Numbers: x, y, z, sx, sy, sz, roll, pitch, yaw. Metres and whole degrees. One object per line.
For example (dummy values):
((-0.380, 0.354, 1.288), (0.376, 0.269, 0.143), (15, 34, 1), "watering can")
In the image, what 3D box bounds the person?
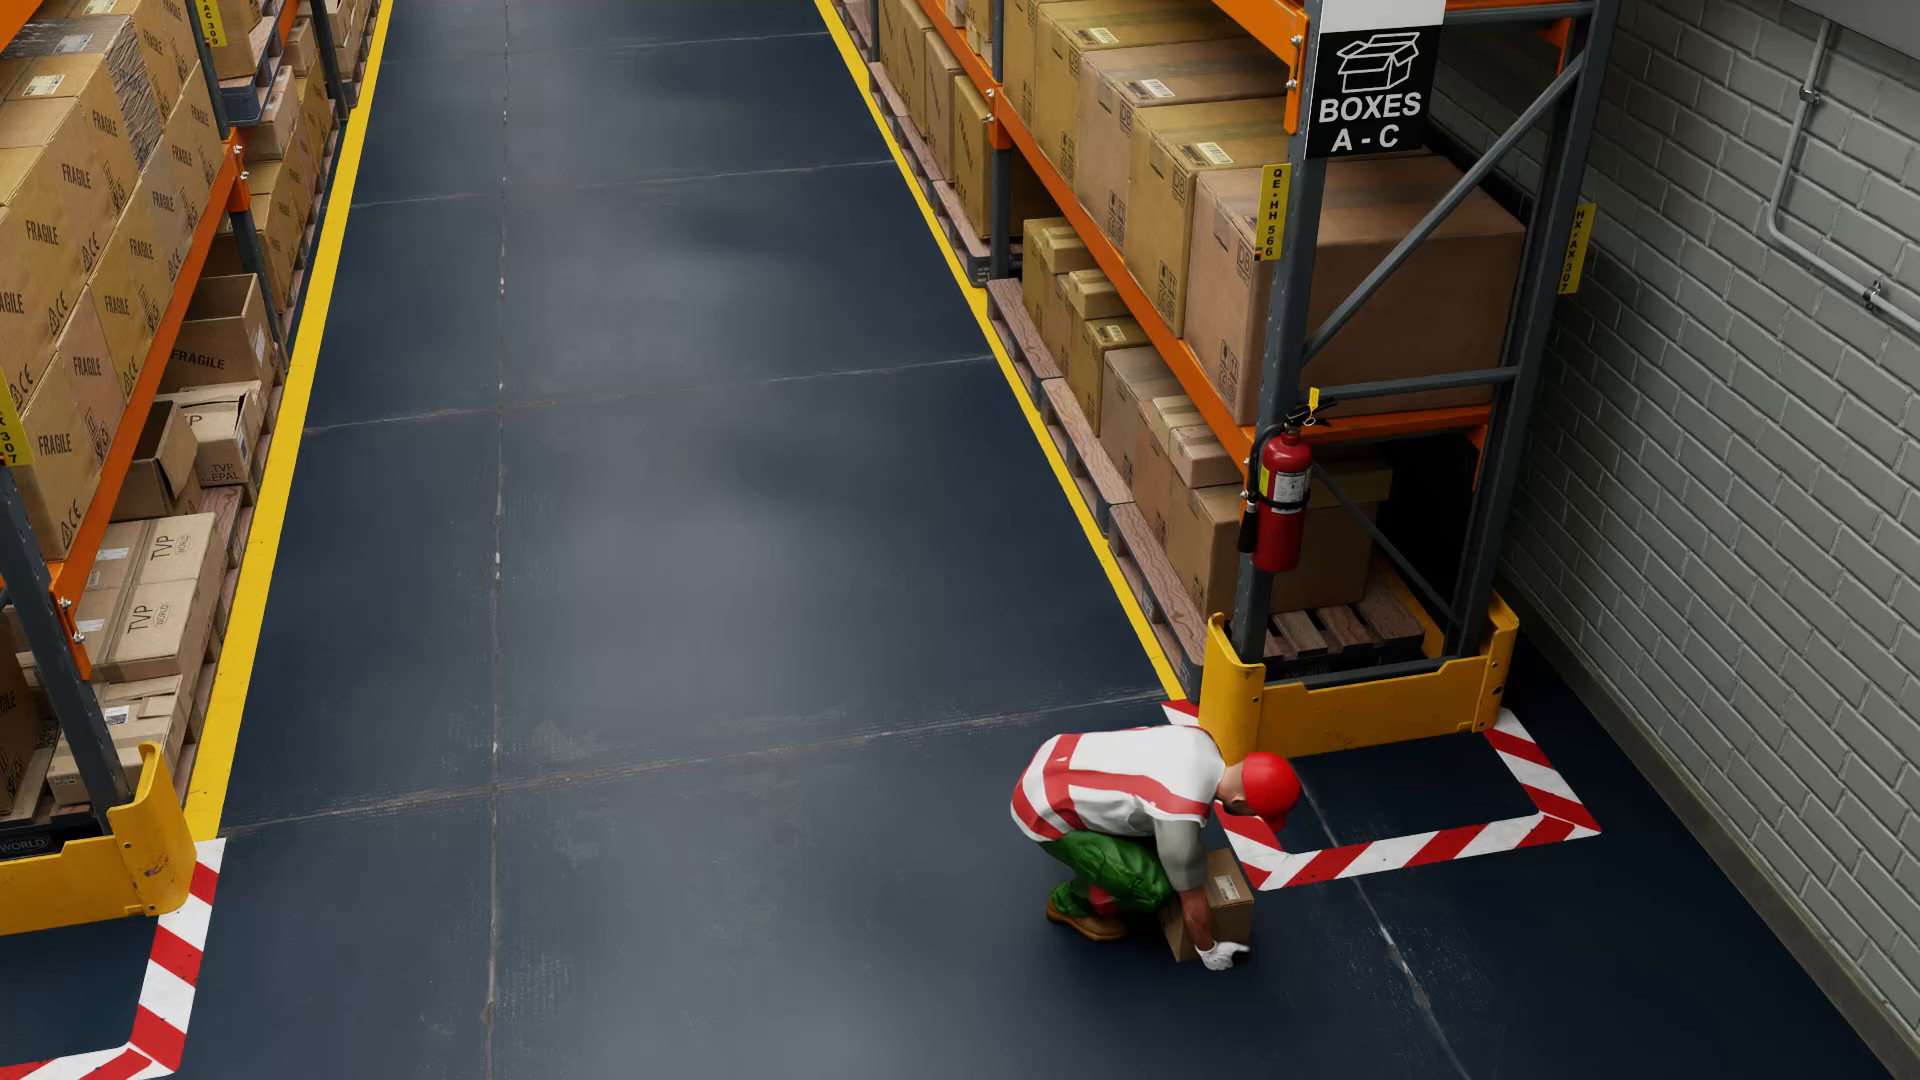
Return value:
((0.640, 1.004, 5.604), (0.929, 0.862, 0.540), (14, 37, 20), "person")
